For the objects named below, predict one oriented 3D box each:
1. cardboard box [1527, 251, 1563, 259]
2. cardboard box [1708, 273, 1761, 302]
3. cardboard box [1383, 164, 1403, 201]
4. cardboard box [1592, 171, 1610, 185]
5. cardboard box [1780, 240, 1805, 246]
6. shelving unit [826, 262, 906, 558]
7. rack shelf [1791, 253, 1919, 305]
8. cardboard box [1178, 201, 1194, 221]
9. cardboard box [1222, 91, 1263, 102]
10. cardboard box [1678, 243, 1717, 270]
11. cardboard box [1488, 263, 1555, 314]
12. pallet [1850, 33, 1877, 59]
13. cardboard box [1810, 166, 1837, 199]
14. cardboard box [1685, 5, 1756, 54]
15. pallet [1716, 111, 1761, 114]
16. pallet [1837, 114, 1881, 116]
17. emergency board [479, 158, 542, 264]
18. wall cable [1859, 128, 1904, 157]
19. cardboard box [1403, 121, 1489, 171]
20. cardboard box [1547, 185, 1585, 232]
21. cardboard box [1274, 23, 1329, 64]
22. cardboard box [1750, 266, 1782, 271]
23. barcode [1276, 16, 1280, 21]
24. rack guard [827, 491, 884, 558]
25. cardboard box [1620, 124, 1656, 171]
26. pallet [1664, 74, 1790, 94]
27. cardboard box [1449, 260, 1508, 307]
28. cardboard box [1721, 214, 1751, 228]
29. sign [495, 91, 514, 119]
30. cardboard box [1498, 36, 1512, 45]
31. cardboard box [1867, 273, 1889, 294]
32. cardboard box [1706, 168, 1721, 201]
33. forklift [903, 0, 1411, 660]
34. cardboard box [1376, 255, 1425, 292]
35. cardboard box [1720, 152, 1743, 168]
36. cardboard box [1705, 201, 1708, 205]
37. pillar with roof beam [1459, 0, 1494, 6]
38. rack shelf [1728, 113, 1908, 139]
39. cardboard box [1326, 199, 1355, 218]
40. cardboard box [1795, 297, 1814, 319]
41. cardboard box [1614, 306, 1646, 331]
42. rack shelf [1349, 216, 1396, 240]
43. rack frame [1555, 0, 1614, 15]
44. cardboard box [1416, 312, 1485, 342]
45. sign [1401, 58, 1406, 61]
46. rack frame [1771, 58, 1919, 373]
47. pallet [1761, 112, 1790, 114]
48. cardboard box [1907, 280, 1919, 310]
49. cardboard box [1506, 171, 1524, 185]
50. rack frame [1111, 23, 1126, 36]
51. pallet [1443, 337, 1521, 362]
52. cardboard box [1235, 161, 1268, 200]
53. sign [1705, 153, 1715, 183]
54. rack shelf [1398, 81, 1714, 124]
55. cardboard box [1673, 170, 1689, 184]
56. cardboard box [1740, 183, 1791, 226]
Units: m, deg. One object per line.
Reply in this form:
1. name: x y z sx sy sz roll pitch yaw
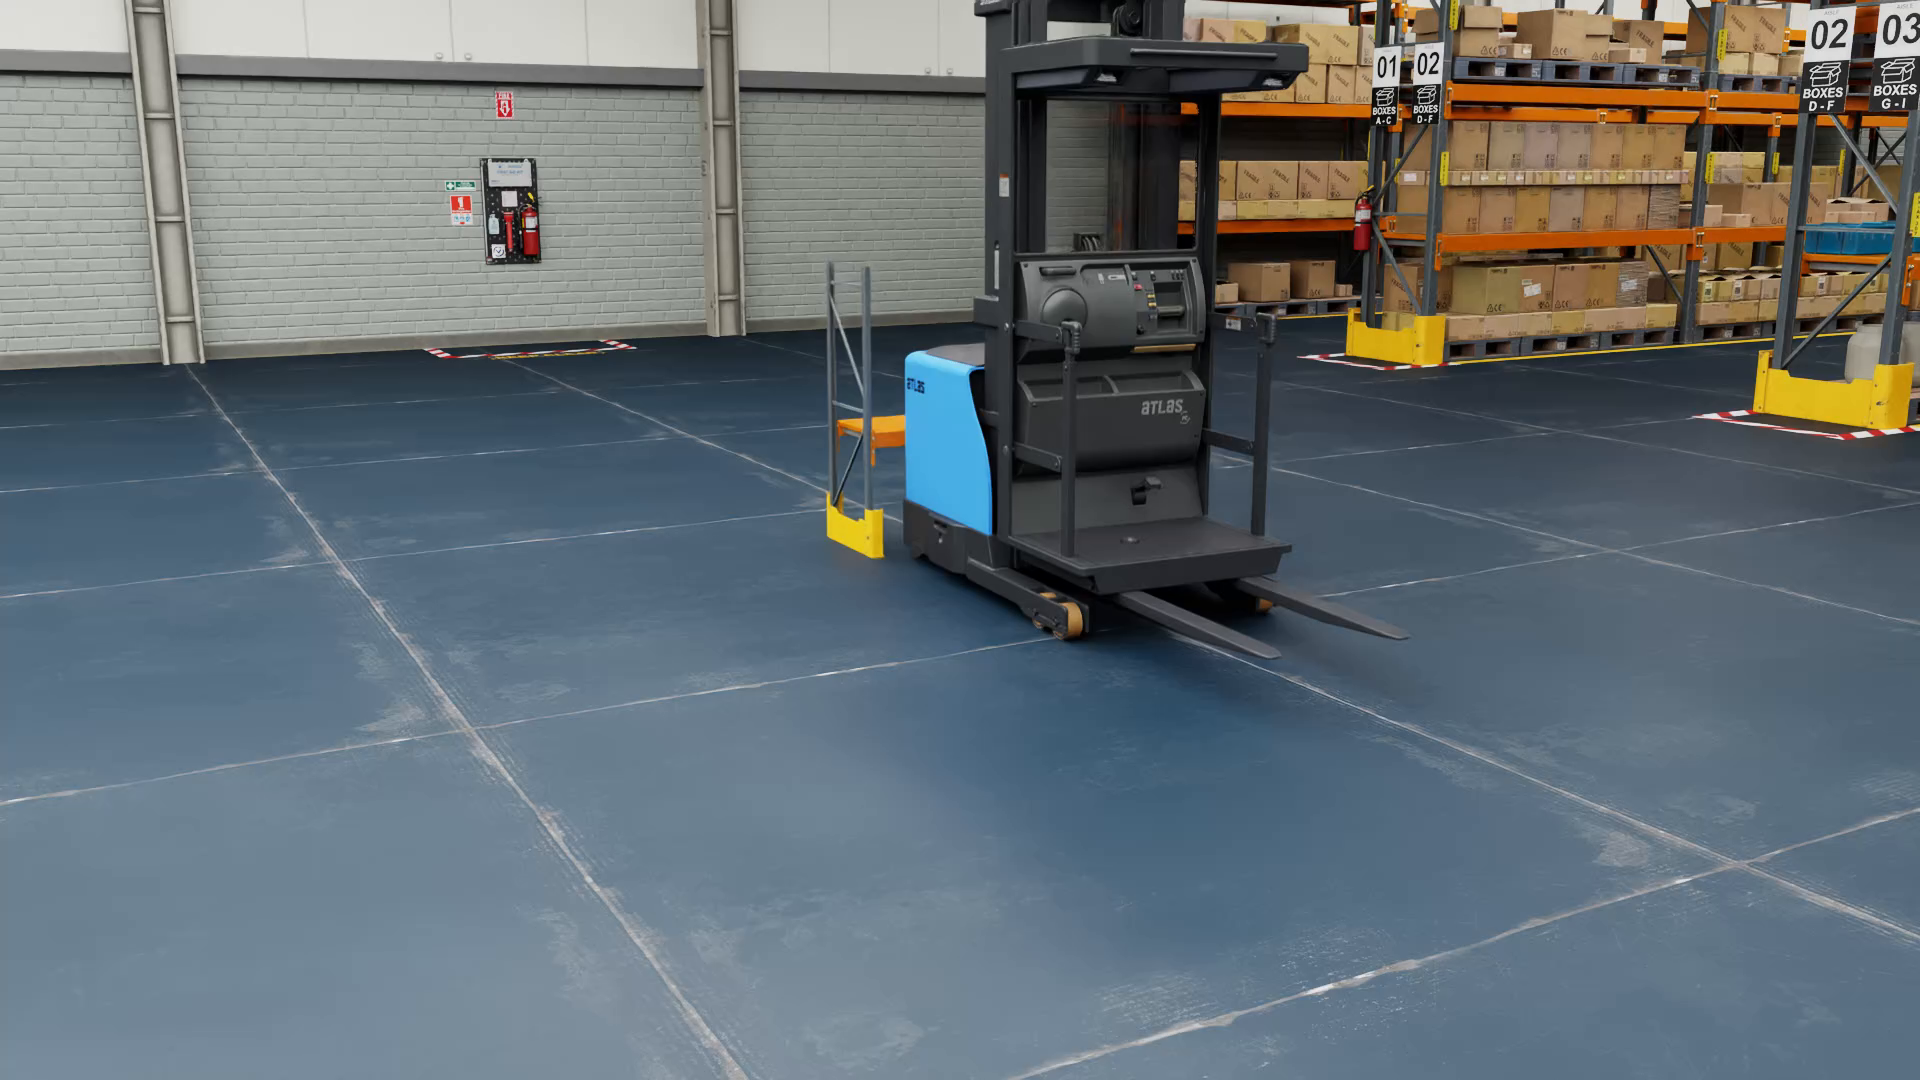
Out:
1. cardboard box: 8.651 -4.089 25.139 0.500 0.500 0.700 -7 14 -27
2. cardboard box: 9.048 -2.989 19.587 0.500 0.311 0.500 -7 14 -29
3. cardboard box: 6.210 -5.069 23.573 0.500 0.500 0.700 -7 14 -28
4. cardboard box: 6.873 -3.967 18.199 0.250 0.149 0.380 -6 14 -26
5. cardboard box: 13.863 -4.962 27.586 0.250 0.149 0.380 -6 14 -26
6. shelving unit: -0.127 -0.751 9.028 1.083 1.500 0.587 -7 14 -27
7. rack shelf: 8.739 -2.288 14.084 4.000 0.370 1.077 -7 14 -28
8. cardboard box: 2.817 -4.265 21.524 0.500 0.250 0.500 -7 15 -29
9. cardboard box: 3.592 -5.952 21.620 0.500 0.500 0.500 -6 14 -25
10. cardboard box: 11.482 -4.569 26.520 0.750 0.750 0.750 -6 14 -26
11. cardboard box: 6.061 -2.735 18.028 0.500 0.500 0.500 -7 14 -28
12. pallet: 7.756 -3.868 13.065 1.213 0.211 1.003 -7 14 -28
13. cardboard box: 13.896 -5.877 27.707 0.700 0.700 0.980 -7 15 -29
14. cardboard box: 8.684 -5.823 18.997 0.500 0.500 0.500 -7 14 -27
15. pallet: 11.988 -6.865 26.384 1.217 0.209 0.805 -8 15 -30
16. pallet: 15.634 -7.362 28.358 1.213 0.211 1.003 -7 14 -28
17. emergency board: -5.018 -3.695 18.695 0.643 1.169 0.194 -7 14 -28
18. wall cable: 16.951 -6.834 30.330 1.851 1.984 0.084 -7 14 -28
19. cardboard box: 5.075 -4.118 17.392 0.500 0.500 0.700 -7 14 -28
20. cardboard box: 6.386 -3.643 18.236 0.500 0.500 0.700 -6 14 -26
21. cardboard box: 4.508 -6.547 21.987 0.500 0.500 0.500 -7 15 -30
22. cardboard box: 10.129 -3.254 20.765 0.500 0.311 0.500 -7 15 -29
23. barcode: 4.321 -7.086 22.604 0.075 0.075 0.001 -7 14 -28
24. rack guard: -0.567 -0.090 8.939 0.087 0.250 0.587 -7 14 -27
25. cardboard box: 7.295 -4.385 18.580 0.500 0.500 0.700 -7 14 -28
26. pallet: 8.892 -5.270 19.299 1.217 0.209 0.805 -8 15 -30
27. cardboard box: 5.812 -2.835 18.473 0.500 0.500 0.500 -7 14 -28
28. cardboard box: 9.000 -3.736 19.450 0.250 0.149 0.380 -7 14 -28
29. sign: -5.072 -4.844 18.522 0.199 0.298 0.001 -7 14 -28
30. cardboard box: 5.497 -5.219 17.703 0.500 0.250 0.500 -7 14 -28
31. cardboard box: 11.293 -3.260 20.792 0.500 0.311 0.500 -6 14 -26
32. cardboard box: 11.597 -5.600 26.211 0.500 0.500 0.500 -7 14 -28
33. forklift: 0.793 -1.106 7.350 1.130 2.935 3.031 -6 14 -25
34. cardboard box: 6.385 -3.835 24.008 0.500 0.500 0.700 -6 14 -26
35. cardboard box: 12.028 -6.020 26.367 0.500 0.250 0.500 -6 14 -27
36. cardboard box: 11.699 -5.296 26.336 0.250 0.149 0.380 -7 14 -28
37. pillar with roof beam: 9.765 -7.307 21.081 0.400 9.000 9.100 -7 14 -28
38. rack shelf: 14.524 -6.923 27.848 4.000 0.370 1.077 -7 14 -28
39. cardboard box: 5.035 -4.537 22.731 0.500 0.250 0.500 -7 14 -28
40. cardboard box: 9.946 -2.825 20.135 0.500 0.250 0.500 -7 14 -27
41. cardboard box: 7.378 -2.527 18.810 0.500 0.250 0.500 -7 14 -28
42. rack shelf: 7.503 -4.618 24.438 4.000 0.370 1.077 -7 14 -28
43. rack frame: 9.258 -8.107 24.635 0.127 3.000 1.000 -7 14 -28
44. cardboard box: 5.190 -2.261 17.630 0.500 0.250 0.500 -7 14 -28
45. sign: 6.014 -6.371 22.577 0.005 0.325 0.100 -7 14 -28
46. rack frame: 6.983 -2.429 13.070 0.127 3.000 1.000 -7 14 -28
47. pallet: 13.492 -7.105 27.217 1.213 0.211 1.003 -7 14 -28
48. cardboard box: 12.171 -3.214 21.248 0.500 0.500 0.500 -6 14 -25
49. cardboard box: 5.733 -3.829 17.588 0.250 0.149 0.380 -7 14 -29
50. rack frame: 2.236 -7.265 20.895 0.127 3.000 1.000 -7 14 -28
51. pallet: 5.264 -2.112 18.013 1.213 0.211 1.003 -7 14 -28
52. cardboard box: 3.694 -4.736 21.910 0.500 0.500 0.500 -7 15 -30
53. sign: 8.391 -4.159 18.605 0.005 0.325 0.100 -7 14 -28
54. rack shelf: 6.368 -4.707 17.998 4.000 0.370 1.077 -7 14 -28
55. cardboard box: 7.988 -4.100 18.791 0.250 0.149 0.380 -7 14 -28
56. cardboard box: 9.708 -4.039 19.998 0.500 0.500 0.500 -7 14 -28
